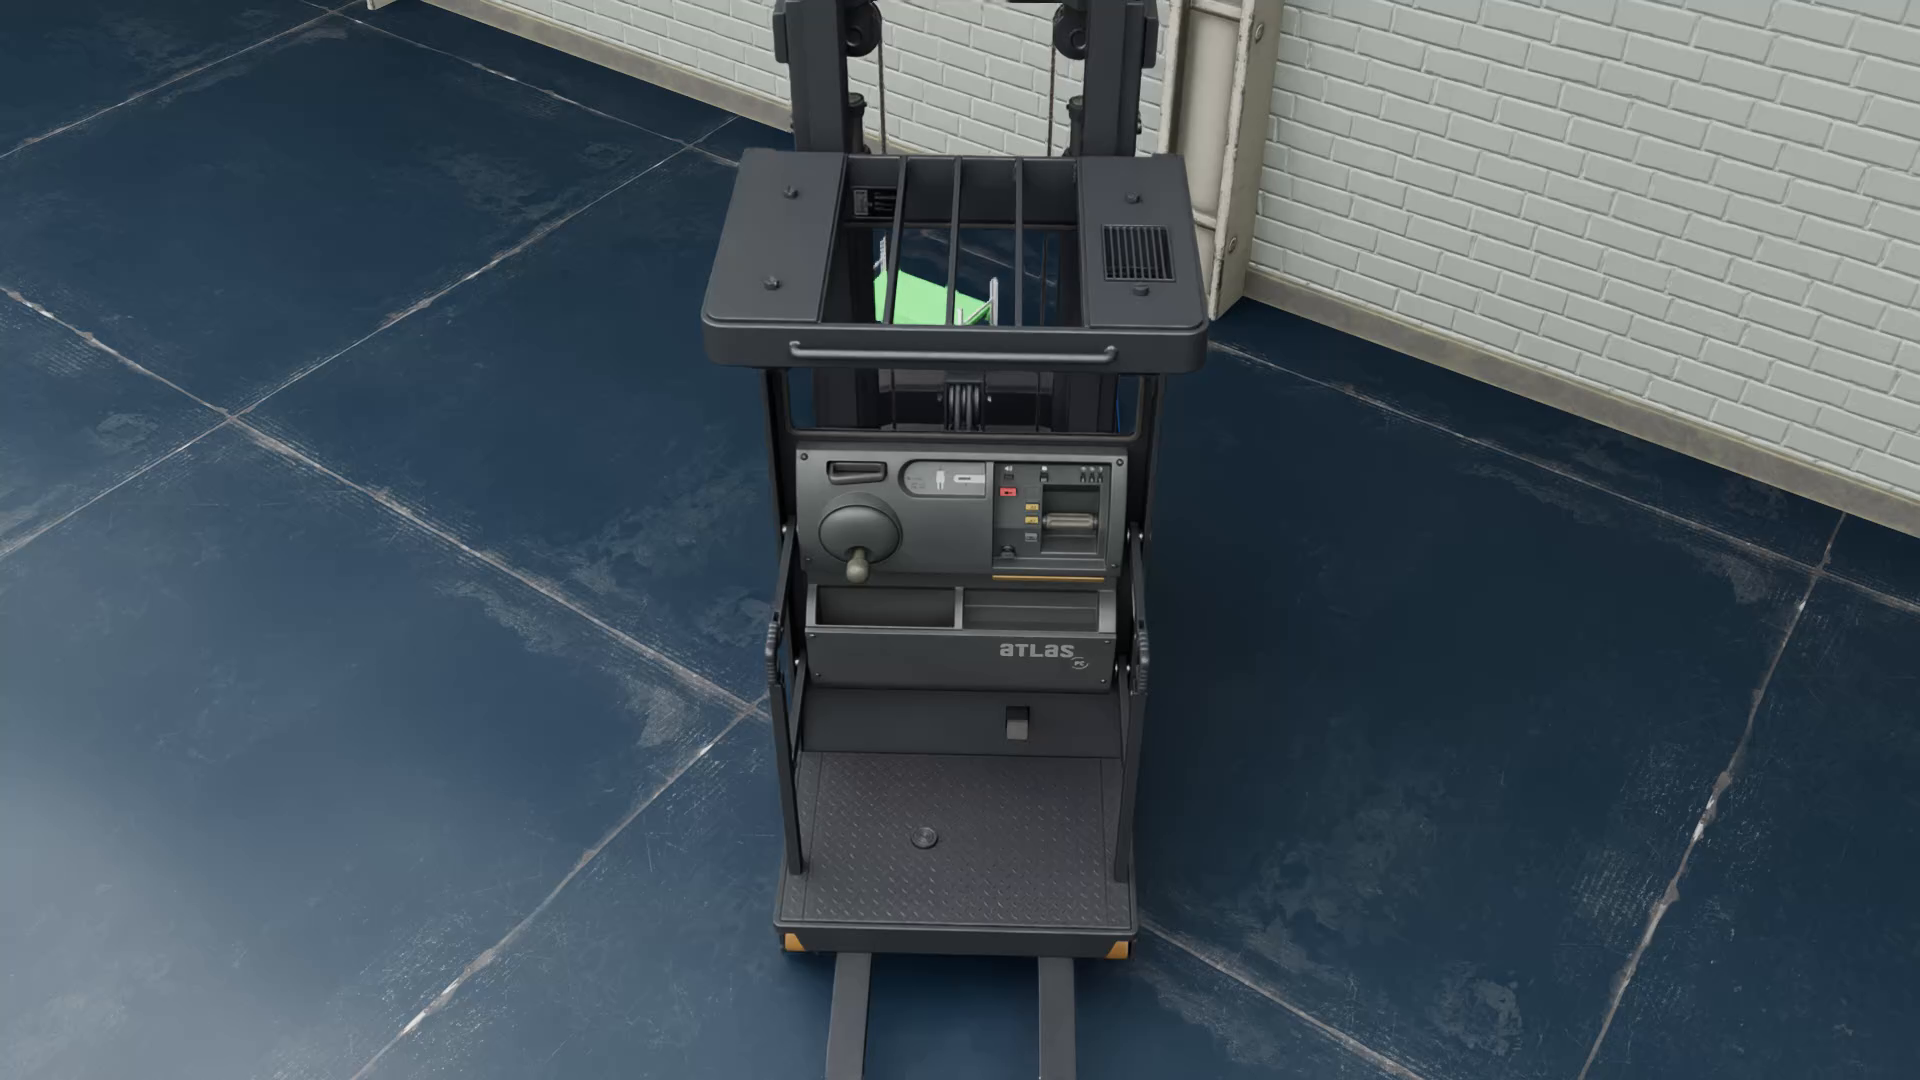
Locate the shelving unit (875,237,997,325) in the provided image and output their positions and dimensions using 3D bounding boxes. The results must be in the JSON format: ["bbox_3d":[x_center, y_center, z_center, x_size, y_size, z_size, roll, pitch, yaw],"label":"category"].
[{"bbox_3d":[-0.141,-0.527,6.439,0.503,1.200,0.258,23,47,24],"label":"shelving unit"}]

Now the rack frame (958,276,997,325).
[{"bbox_3d":[0.063,-0.438,6.340,0.015,1.200,0.240,23,47,24],"label":"rack frame"}]

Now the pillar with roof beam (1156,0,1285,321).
[{"bbox_3d":[-1.331,-2.204,2.464,0.400,9.000,9.100,25,48,25],"label":"pillar with roof beam"}]

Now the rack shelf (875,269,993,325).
[{"bbox_3d":[-0.141,-0.837,6.161,0.480,0.148,0.258,23,47,24],"label":"rack shelf"}]

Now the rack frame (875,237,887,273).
[{"bbox_3d":[-0.346,-0.615,6.538,0.015,1.200,0.240,23,47,24],"label":"rack frame"}]

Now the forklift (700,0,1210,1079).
[{"bbox_3d":[0.000,0.012,4.539,1.130,2.935,3.031,1,42,1],"label":"forklift"}]
